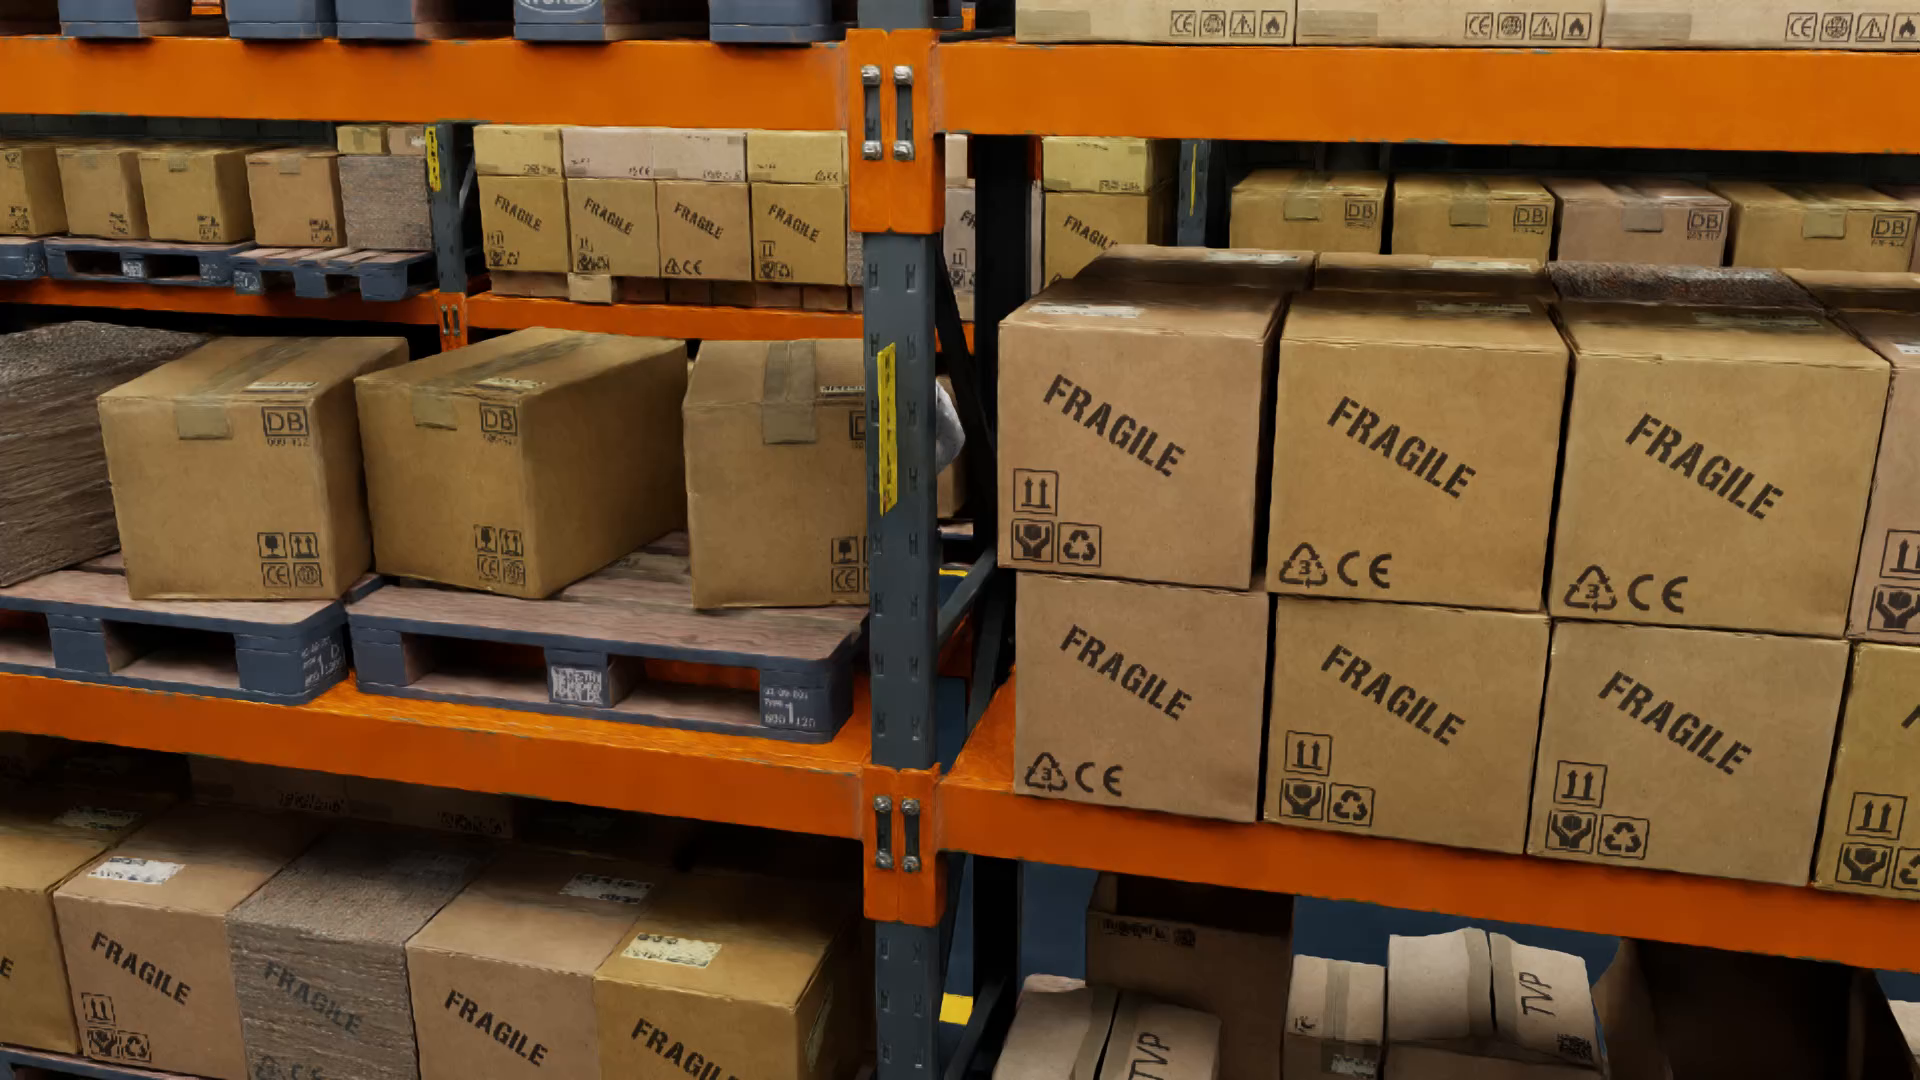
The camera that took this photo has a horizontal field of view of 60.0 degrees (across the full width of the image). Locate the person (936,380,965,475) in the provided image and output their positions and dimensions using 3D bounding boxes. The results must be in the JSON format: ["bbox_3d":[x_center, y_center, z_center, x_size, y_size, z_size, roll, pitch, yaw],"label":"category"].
[{"bbox_3d":[-0.329,-0.146,6.989,0.467,1.660,0.675,12,22,32],"label":"person"}]
